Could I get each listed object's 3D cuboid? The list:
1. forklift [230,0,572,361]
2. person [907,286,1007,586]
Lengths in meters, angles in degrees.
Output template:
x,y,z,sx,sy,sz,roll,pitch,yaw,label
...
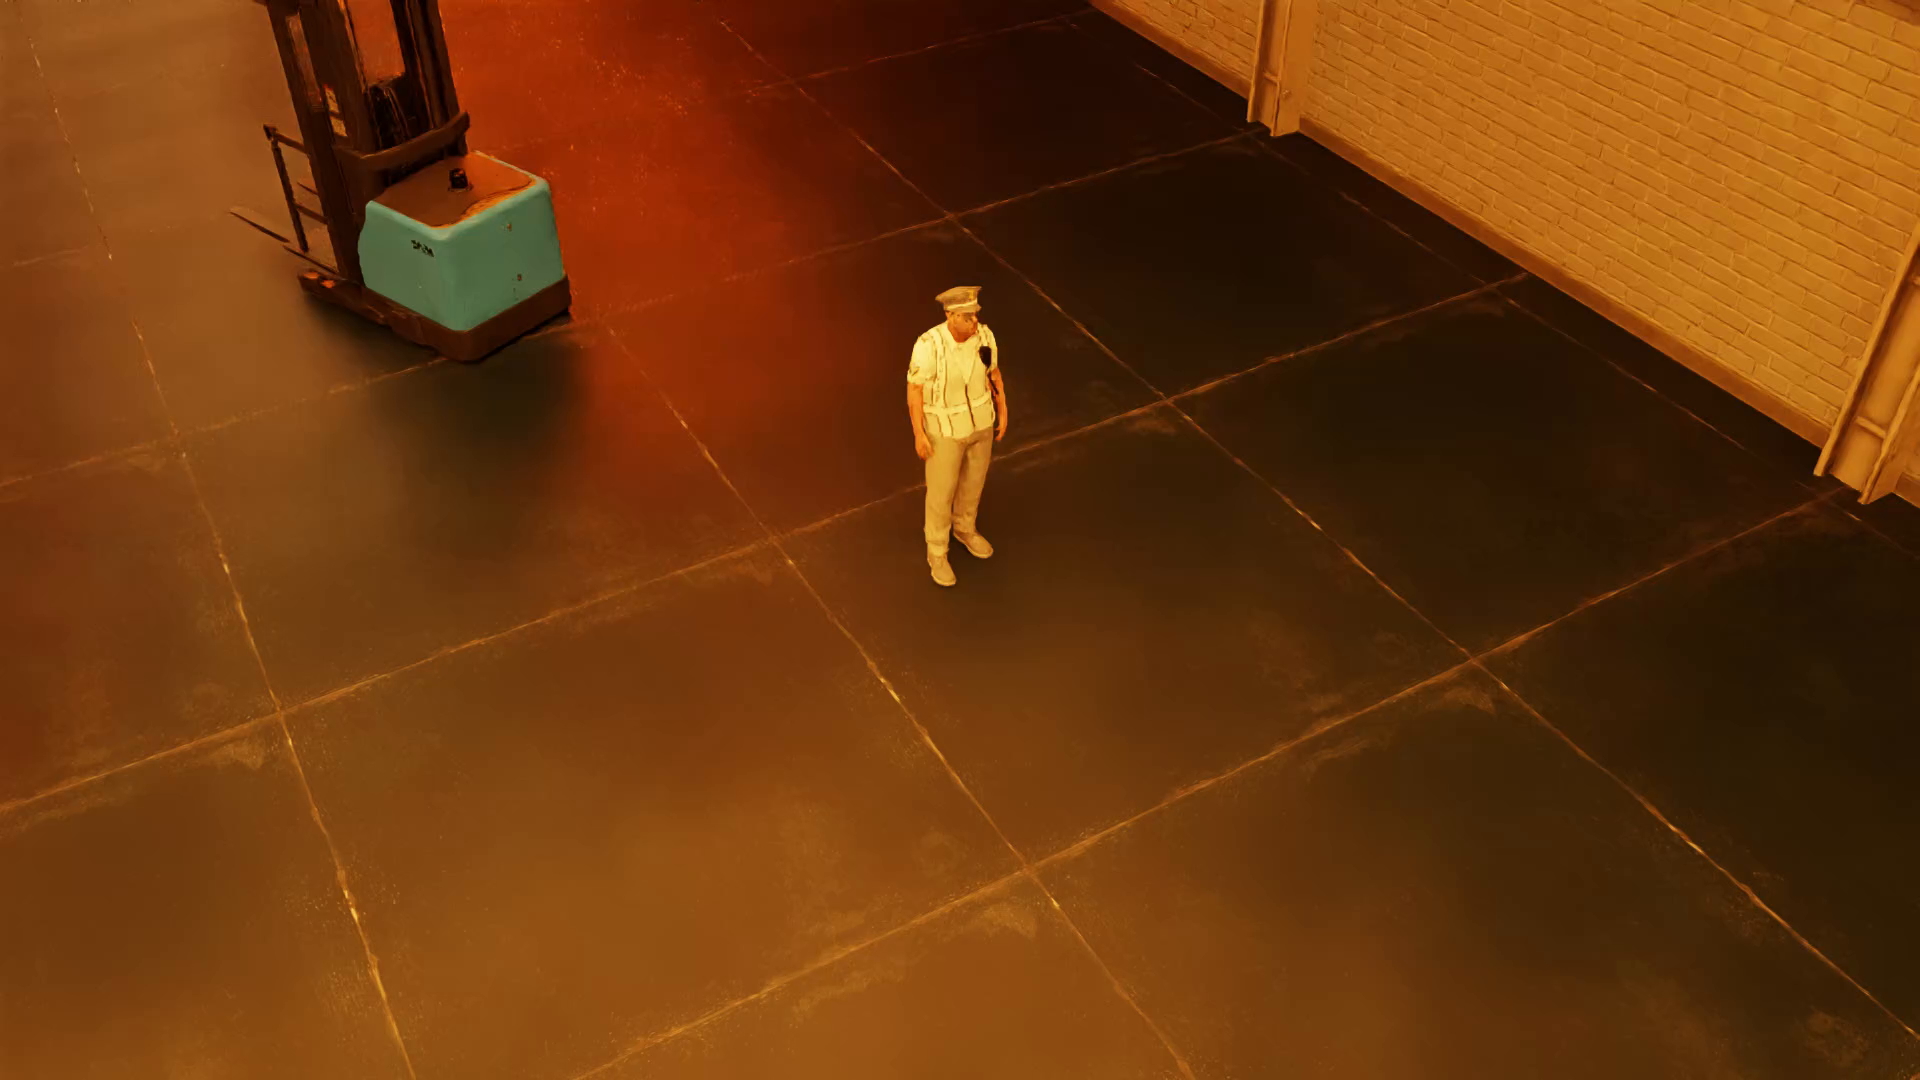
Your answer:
x,y,z,sx,sy,sz,roll,pitch,yaw,label
-4.362,-3.158,11.843,3.031,2.935,1.130,26,46,28,forklift
0.029,-0.645,9.702,0.640,1.781,0.574,-20,44,-23,person
